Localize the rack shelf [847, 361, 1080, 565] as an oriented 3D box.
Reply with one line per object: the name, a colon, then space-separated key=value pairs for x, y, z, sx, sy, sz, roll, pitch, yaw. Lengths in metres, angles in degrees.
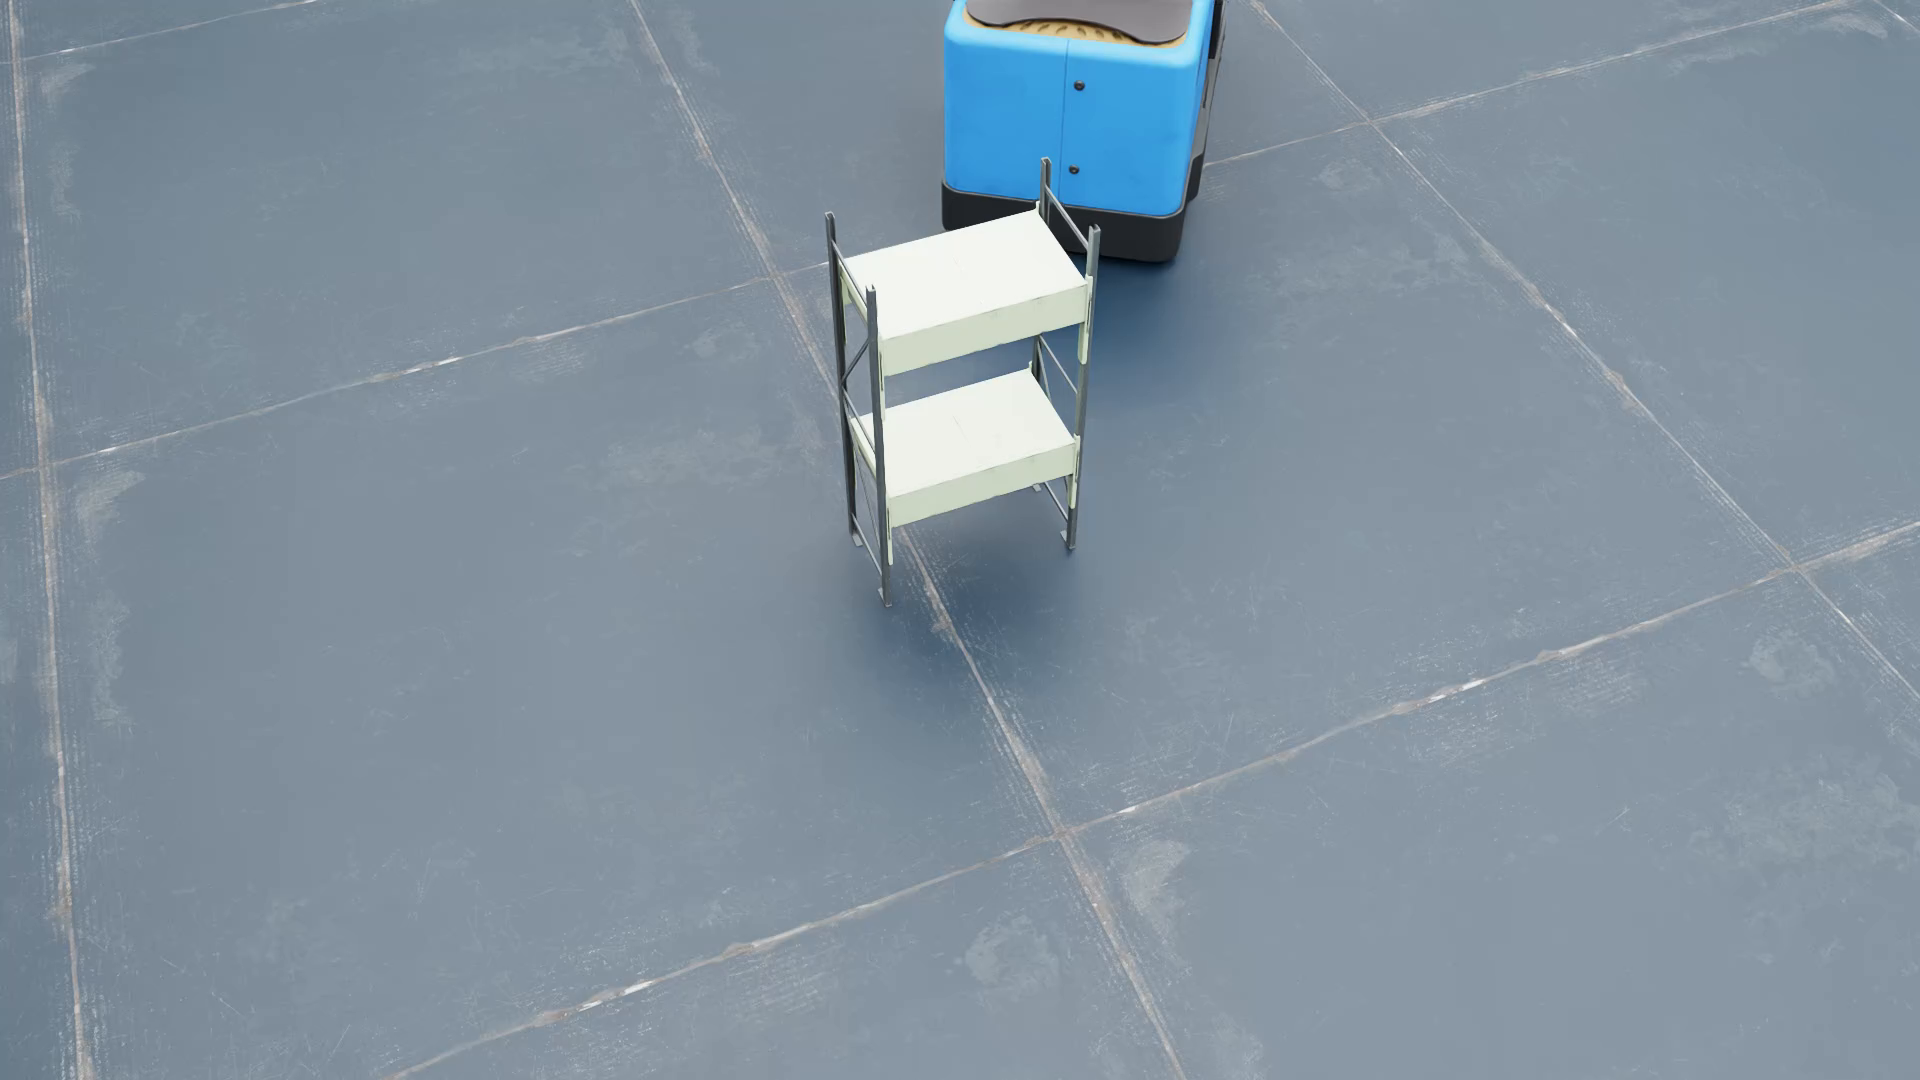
rack shelf: x=0.006 y=-0.278 z=5.930 sx=0.720 sy=0.370 sz=0.431 roll=-17 pitch=52 yaw=-14

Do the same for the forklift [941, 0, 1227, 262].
forklift: x=0.721 y=-3.299 z=7.151 sx=1.130 sy=2.935 sz=3.031 roll=9 pitch=50 yaw=8

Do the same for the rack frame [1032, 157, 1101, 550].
rack frame: x=0.345 y=-0.596 z=5.773 sx=0.023 sy=1.500 sz=0.400 roll=-17 pitch=52 yaw=-14

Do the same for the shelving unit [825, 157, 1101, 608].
shelving unit: x=0.006 y=-0.491 z=5.683 sx=0.755 sy=1.500 sz=0.431 roll=-17 pitch=52 yaw=-14

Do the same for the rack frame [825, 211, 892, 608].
rack frame: x=-0.333 y=-0.386 z=5.593 sx=0.023 sy=1.500 sz=0.400 roll=-17 pitch=52 yaw=-14

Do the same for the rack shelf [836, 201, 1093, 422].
rack shelf: x=0.006 y=-0.745 z=5.387 sx=0.720 sy=0.370 sz=0.431 roll=-17 pitch=52 yaw=-14
